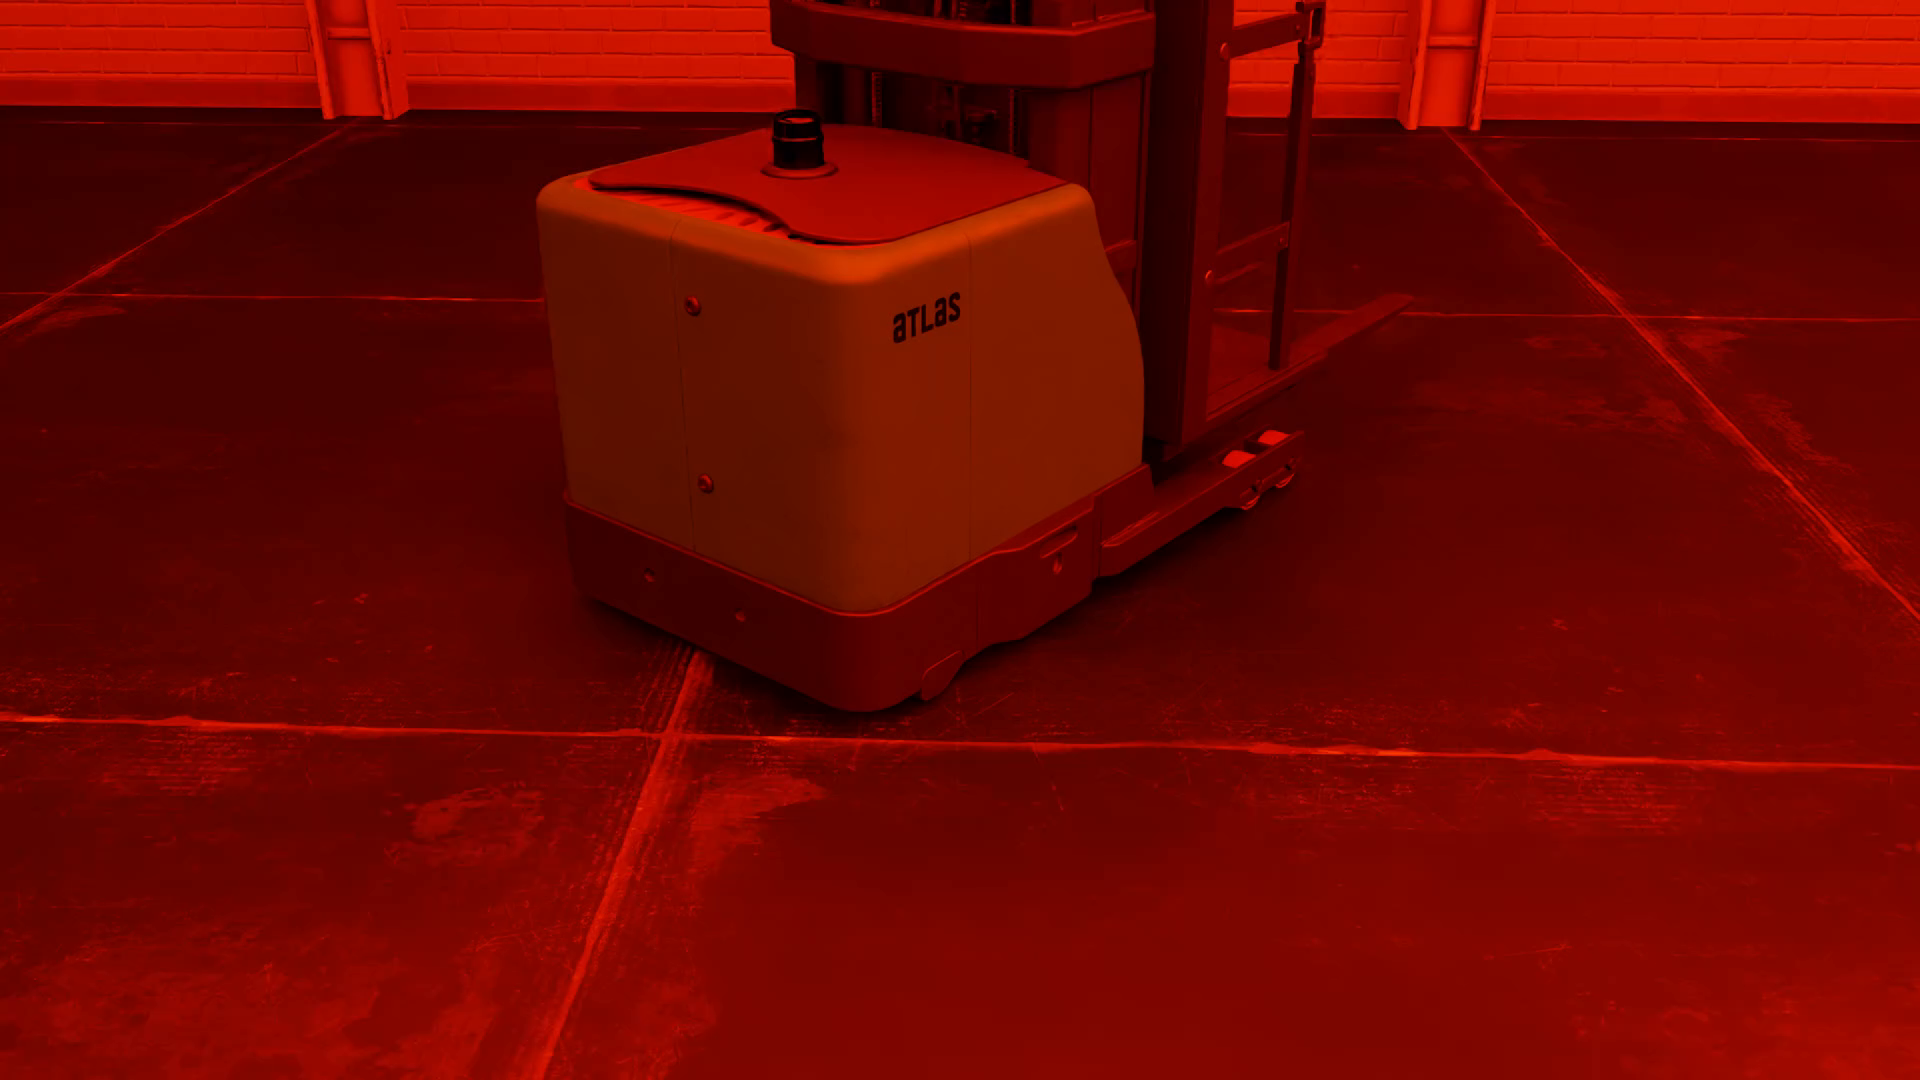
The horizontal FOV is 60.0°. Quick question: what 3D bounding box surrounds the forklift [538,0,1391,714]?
[{"bbox_3d":[0.326,-1.531,4.311,1.130,2.935,3.031,18,32,32],"label":"forklift"}]
